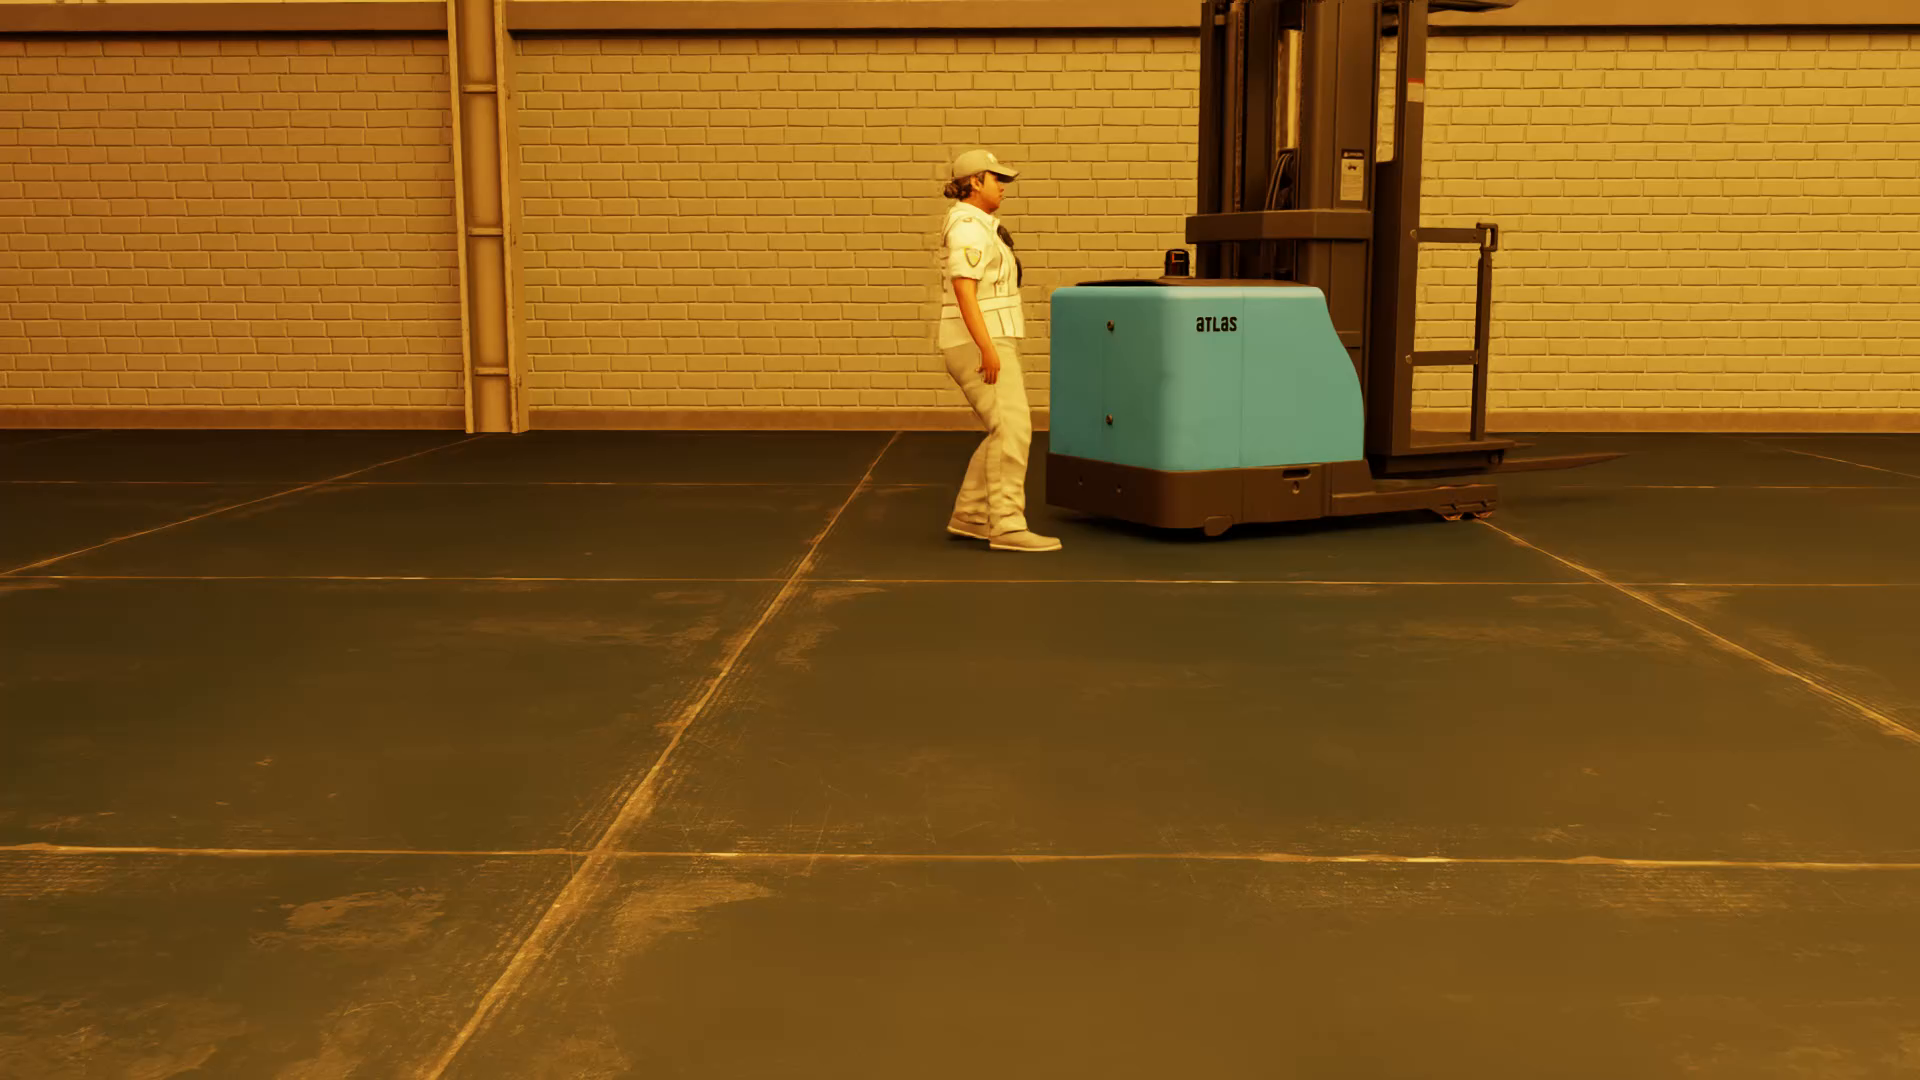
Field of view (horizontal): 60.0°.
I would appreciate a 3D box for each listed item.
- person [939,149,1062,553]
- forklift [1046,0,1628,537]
[{"bbox_3d":[0.182,-0.794,6.979,0.540,1.654,0.614,1,9,8],"label":"person"},{"bbox_3d":[1.940,-1.599,7.886,3.031,2.935,1.130,-5,10,-29],"label":"forklift"}]
